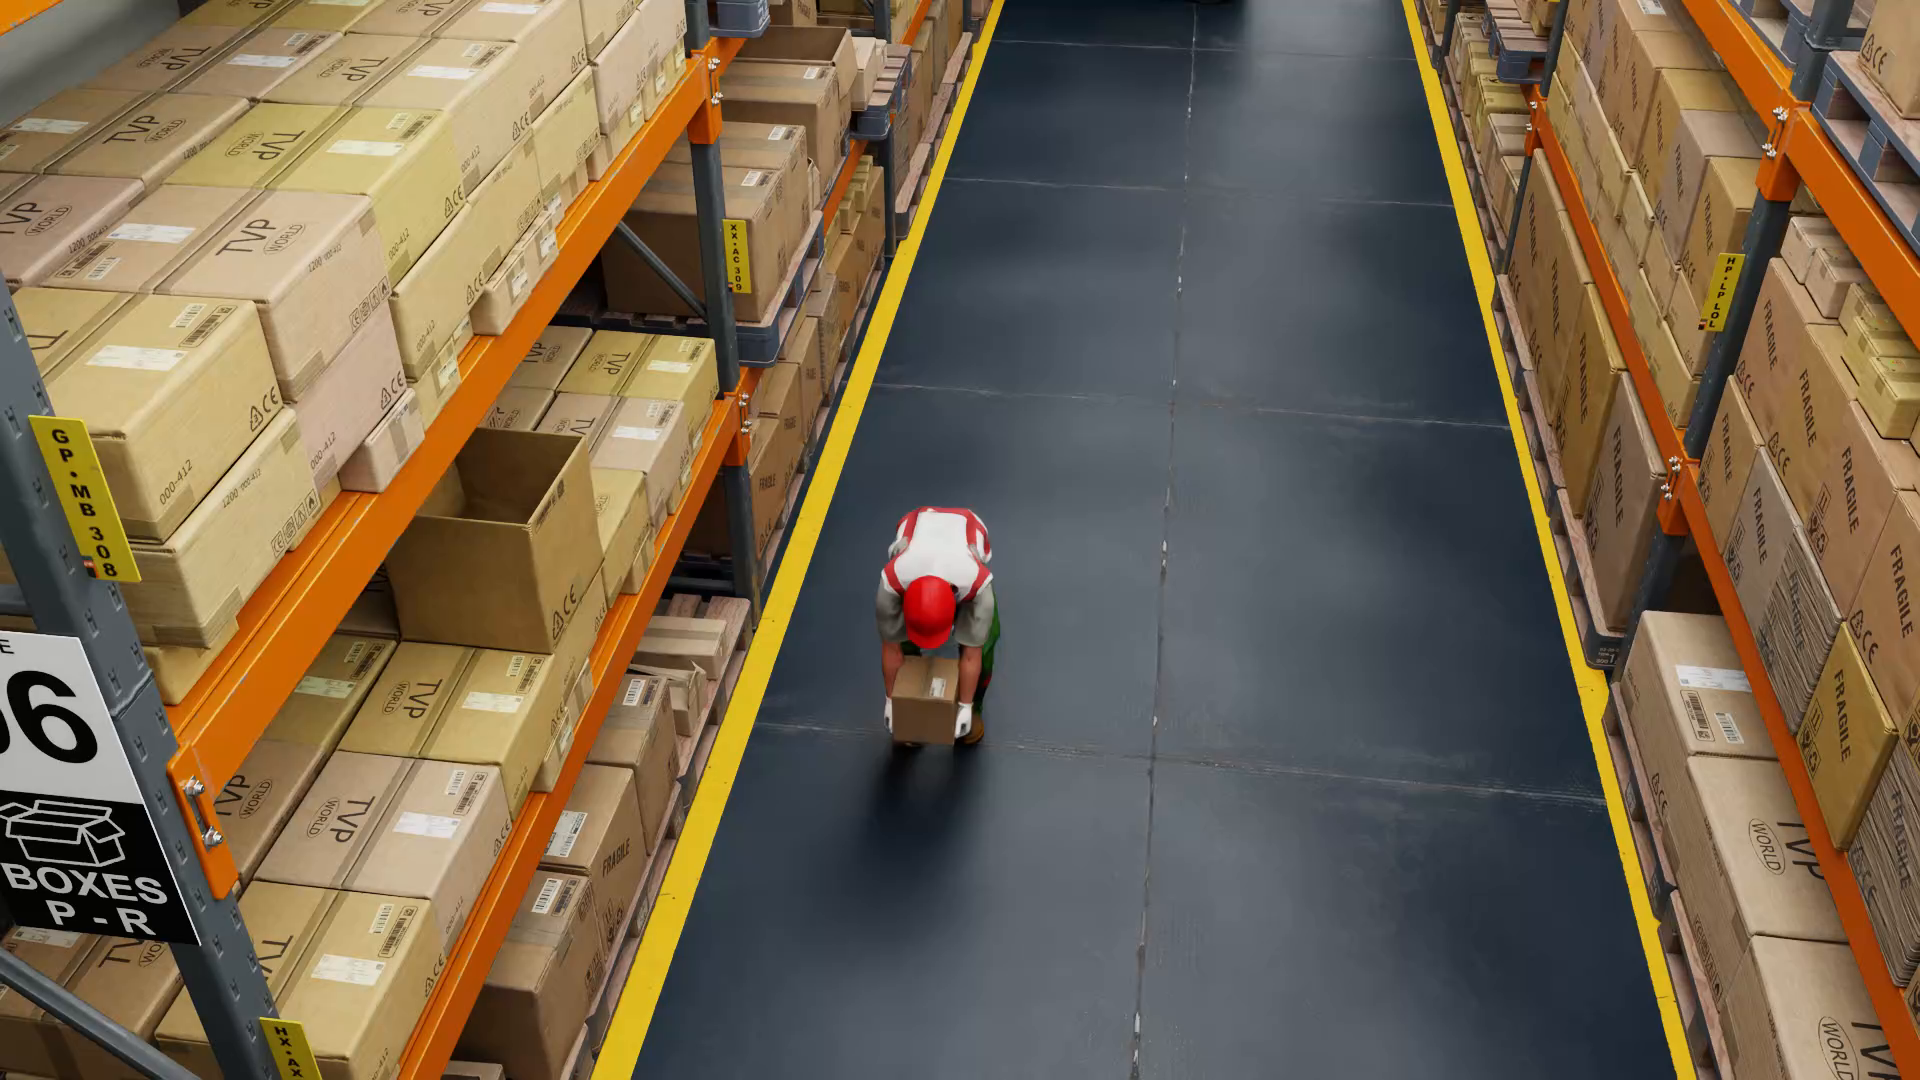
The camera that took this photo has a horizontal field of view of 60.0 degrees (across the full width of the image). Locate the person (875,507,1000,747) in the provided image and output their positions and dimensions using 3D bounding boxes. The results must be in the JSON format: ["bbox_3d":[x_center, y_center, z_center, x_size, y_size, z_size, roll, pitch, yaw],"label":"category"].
[{"bbox_3d":[-0.094,0.436,6.913,0.508,1.204,0.940,3,36,4],"label":"person"}]
